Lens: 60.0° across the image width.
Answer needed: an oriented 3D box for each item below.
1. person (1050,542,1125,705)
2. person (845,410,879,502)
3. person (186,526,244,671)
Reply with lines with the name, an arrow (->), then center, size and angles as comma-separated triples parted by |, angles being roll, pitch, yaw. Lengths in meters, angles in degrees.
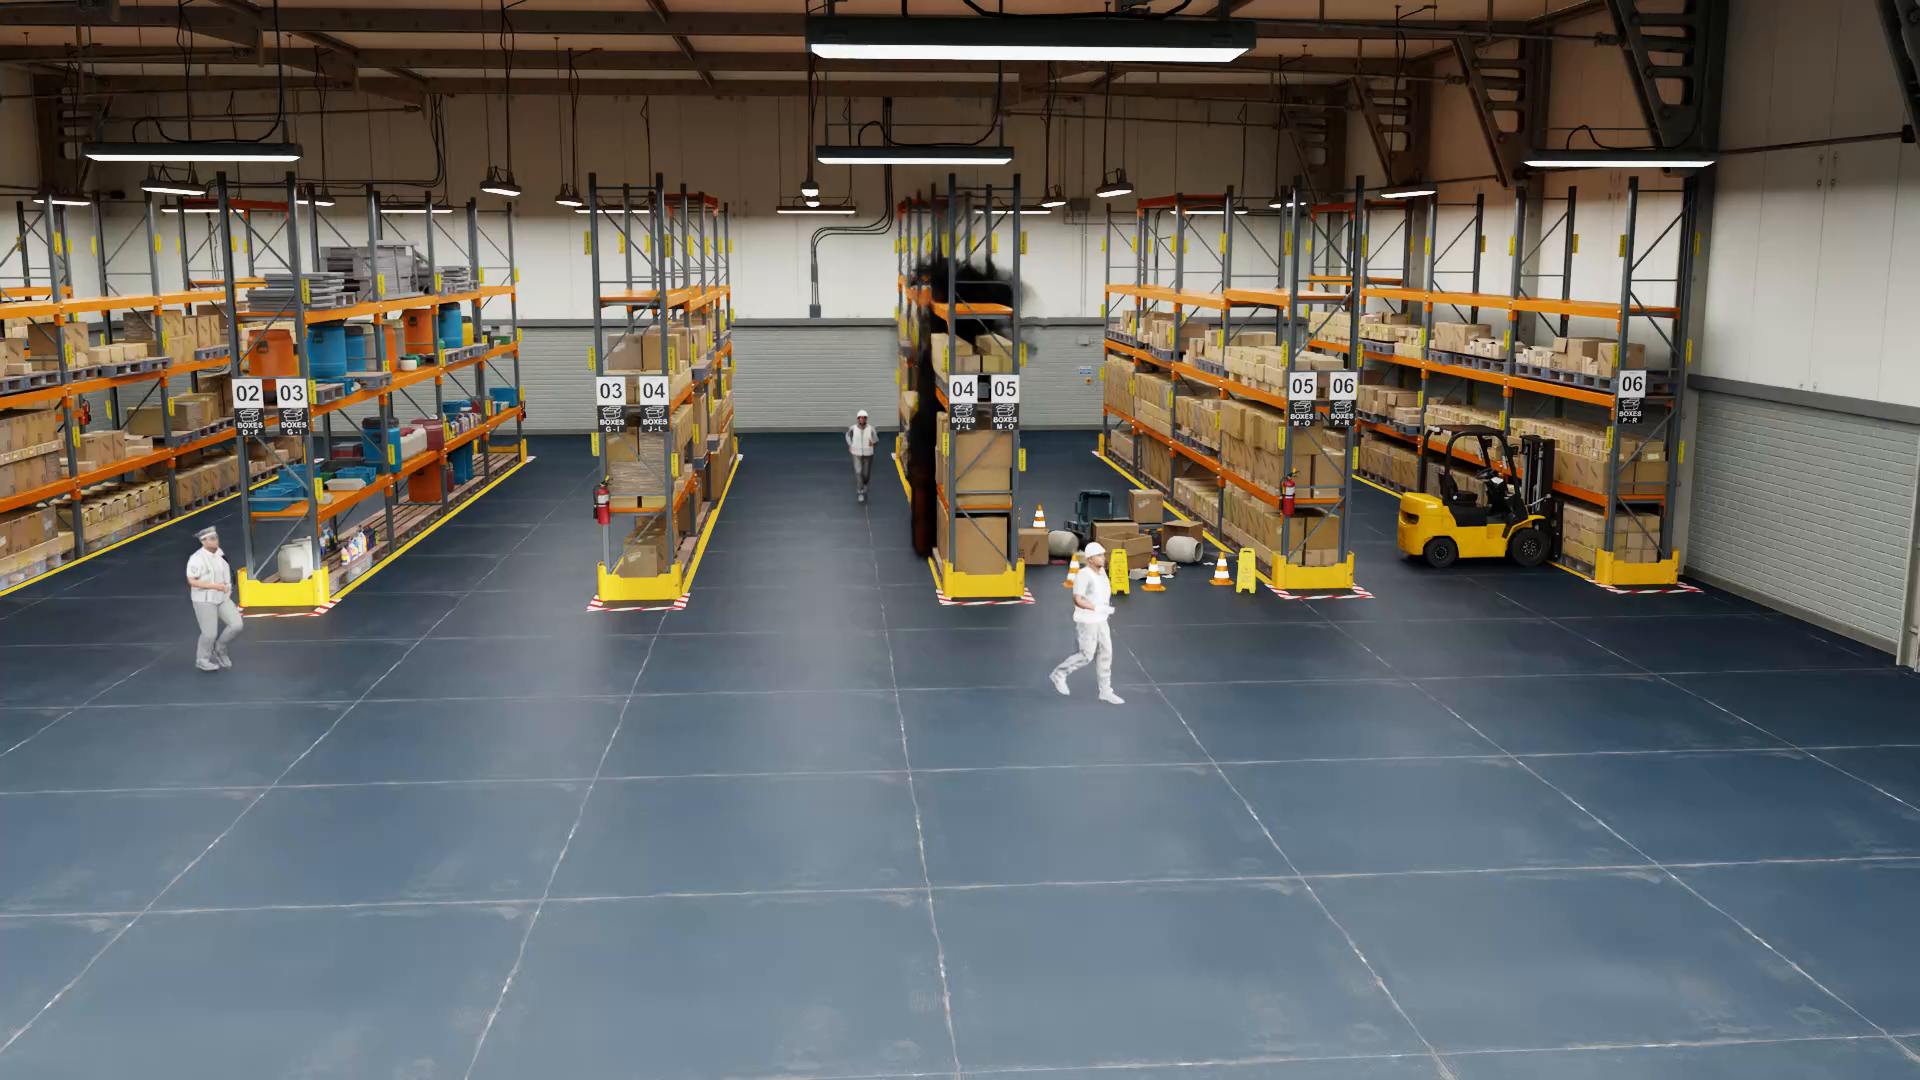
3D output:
person -> 1.434, 0.907, 18.440 | 0.863, 1.794, 0.707 | 6, 11, 29
person -> -1.944, -1.700, 33.193 | 0.661, 1.783, 0.957 | -1, 10, -7
person -> -8.821, 0.704, 19.691 | 0.675, 1.769, 0.641 | 4, 11, 22
